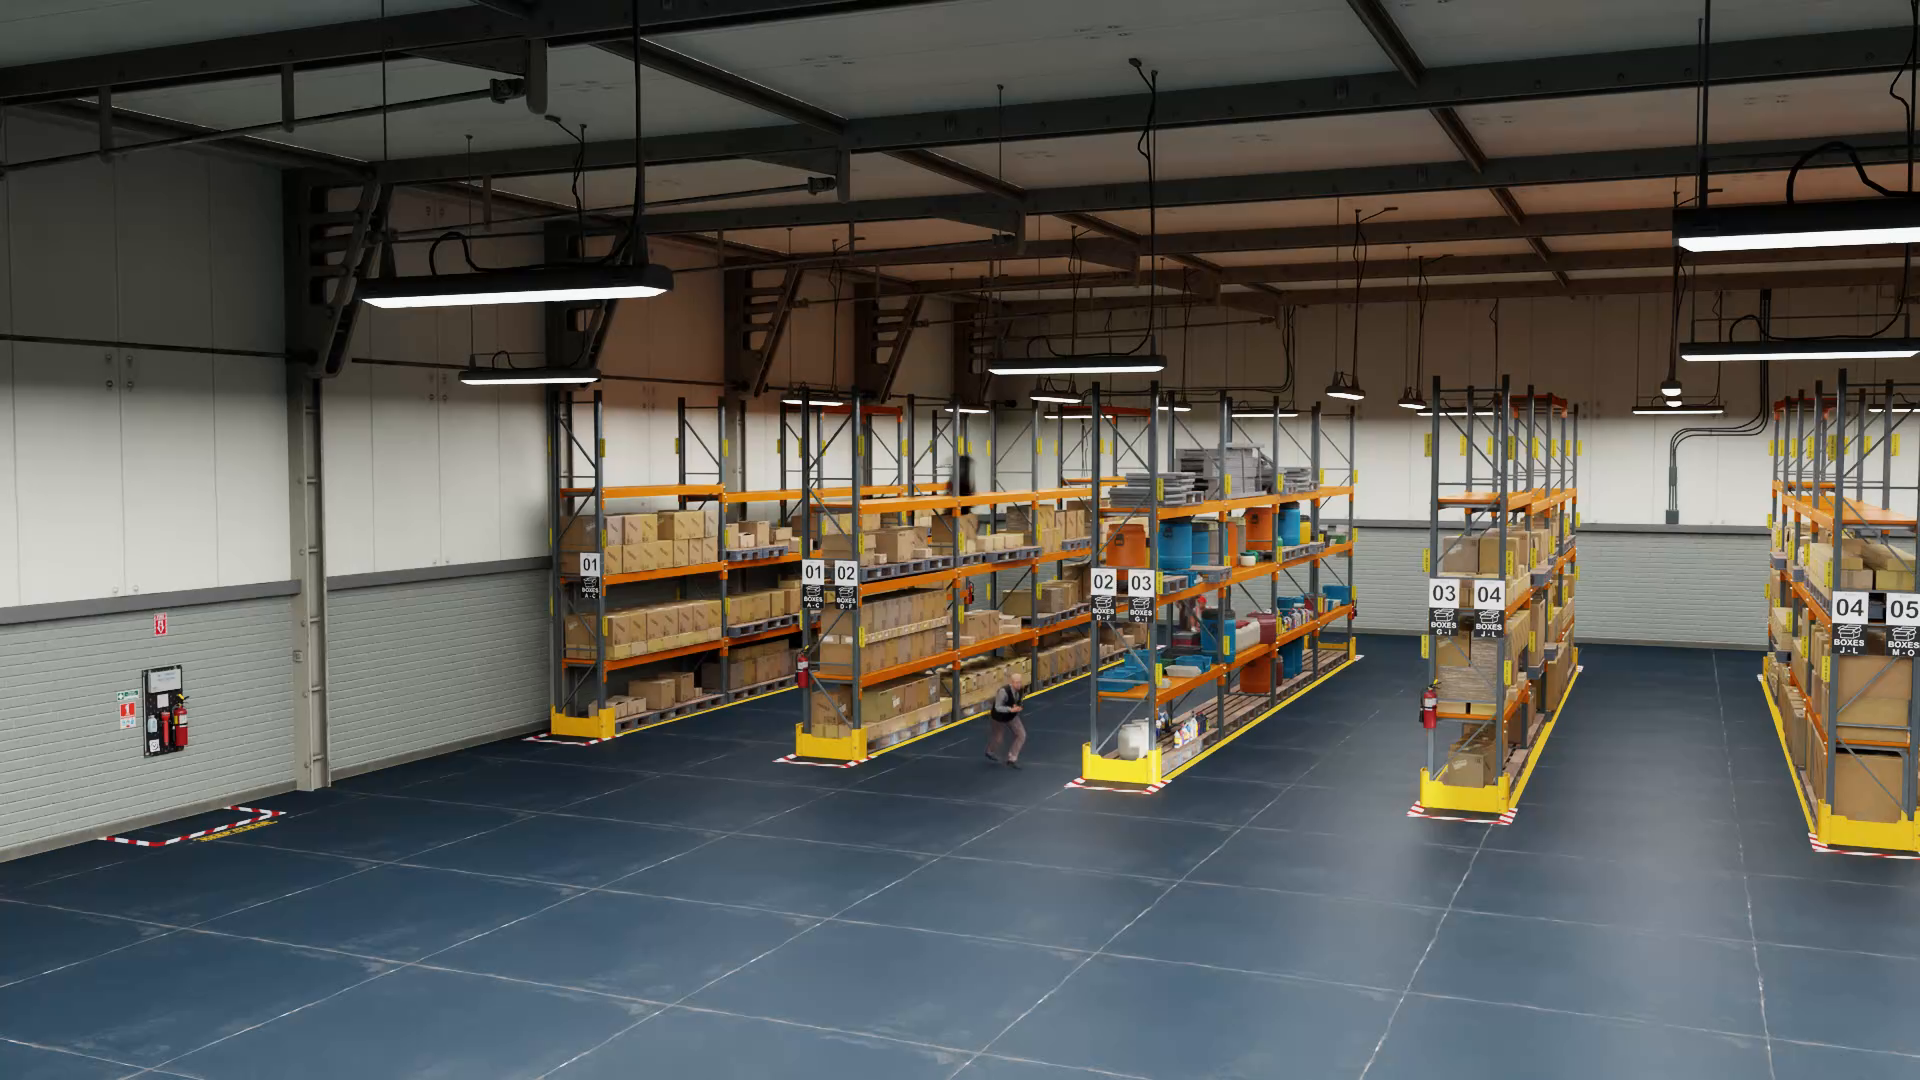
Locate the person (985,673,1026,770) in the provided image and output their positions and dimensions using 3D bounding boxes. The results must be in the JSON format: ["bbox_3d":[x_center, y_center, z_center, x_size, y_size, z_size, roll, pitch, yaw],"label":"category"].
[{"bbox_3d":[0.662,2.789,25.943,0.630,1.513,1.135,-2,4,-35],"label":"person"}]

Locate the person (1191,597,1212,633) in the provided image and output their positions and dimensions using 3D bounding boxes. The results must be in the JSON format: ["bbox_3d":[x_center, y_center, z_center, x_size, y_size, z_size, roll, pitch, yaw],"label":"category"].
[{"bbox_3d":[5.490,2.107,37.320,0.655,1.718,0.841,1,3,19],"label":"person"}]

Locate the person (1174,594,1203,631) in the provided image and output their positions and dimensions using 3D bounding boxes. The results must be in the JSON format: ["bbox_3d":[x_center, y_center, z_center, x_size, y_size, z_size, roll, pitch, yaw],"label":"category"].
[{"bbox_3d":[5.597,1.867,40.836,0.674,1.780,0.847,1,3,24],"label":"person"}]
